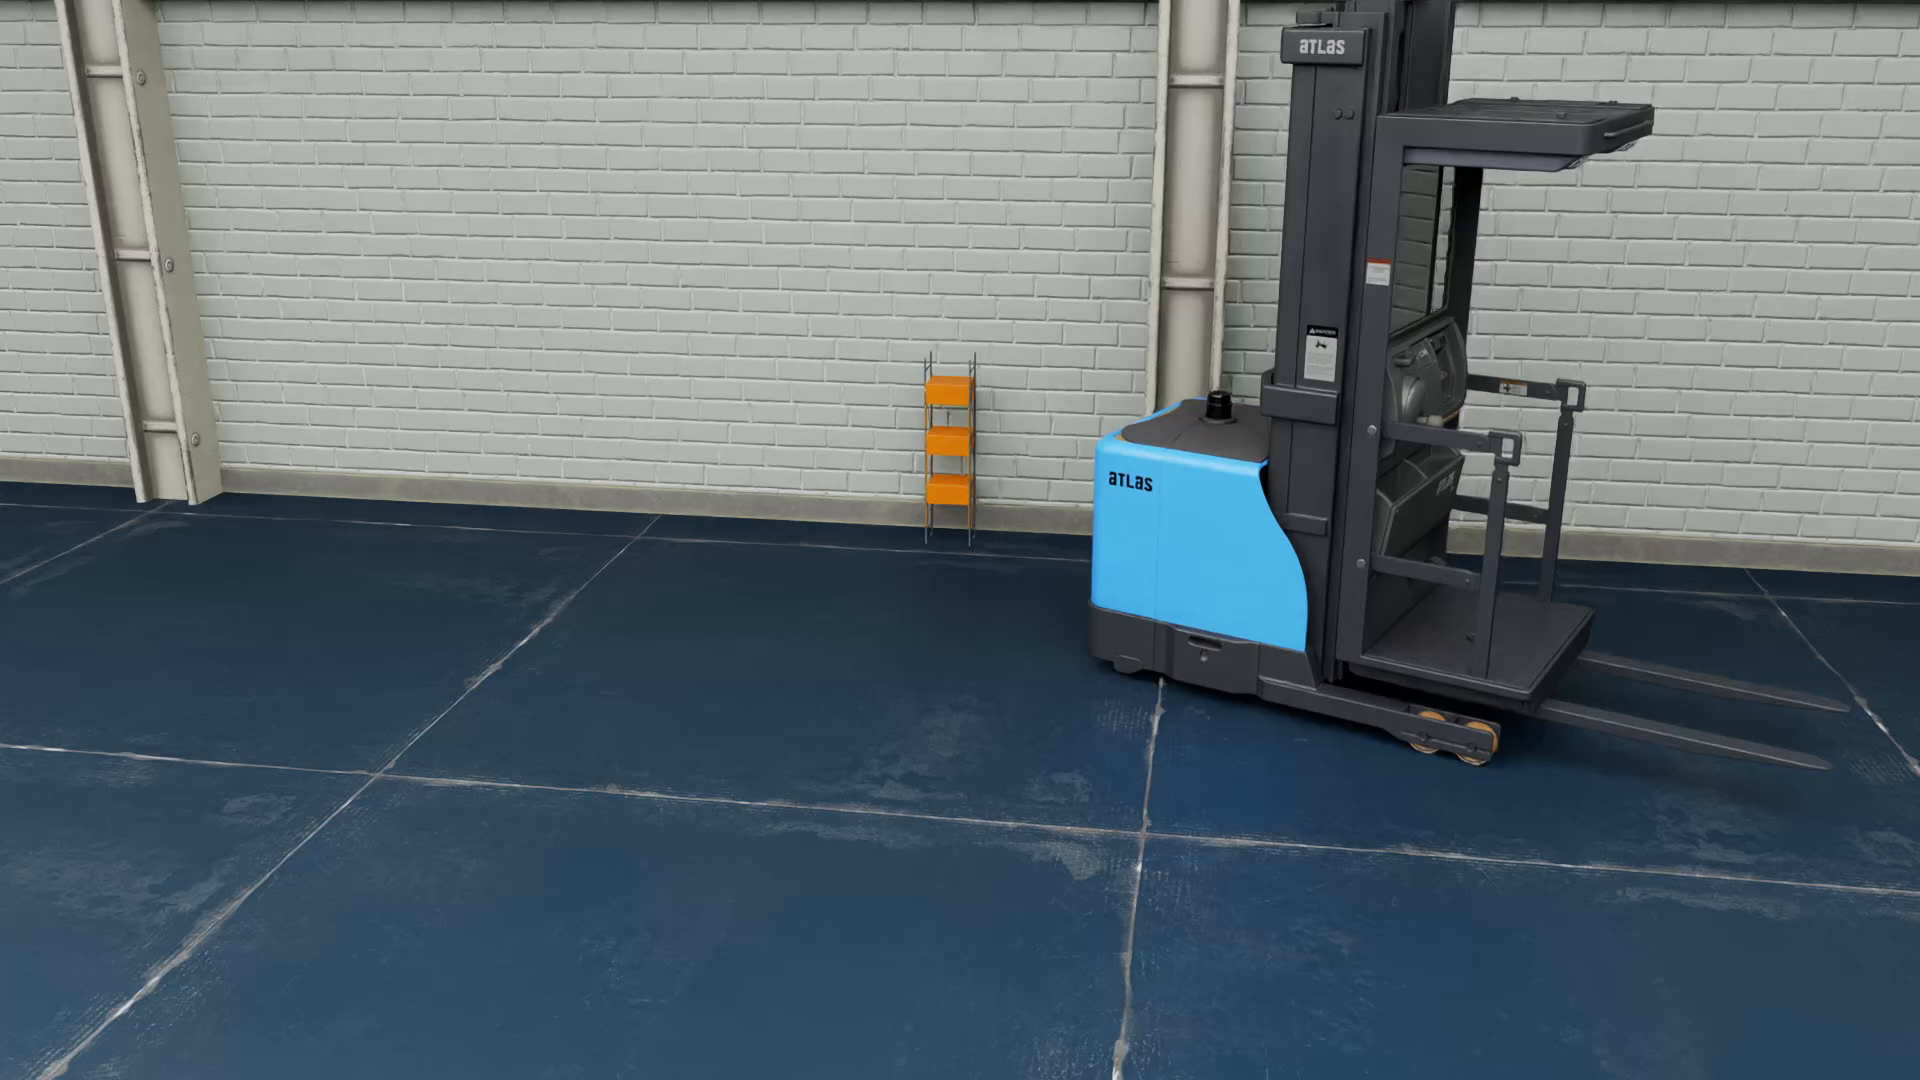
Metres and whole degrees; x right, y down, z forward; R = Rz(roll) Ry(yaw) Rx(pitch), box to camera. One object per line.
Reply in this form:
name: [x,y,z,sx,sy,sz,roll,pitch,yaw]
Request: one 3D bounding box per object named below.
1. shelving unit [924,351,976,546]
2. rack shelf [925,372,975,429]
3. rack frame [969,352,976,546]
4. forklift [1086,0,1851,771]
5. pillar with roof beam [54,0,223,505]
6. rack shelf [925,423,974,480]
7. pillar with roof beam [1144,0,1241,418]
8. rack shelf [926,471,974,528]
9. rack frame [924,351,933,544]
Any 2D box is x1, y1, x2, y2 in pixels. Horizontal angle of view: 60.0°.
shelving unit: [-0.053,-0.501,9.145,0.252,1.050,0.215,3,19,9]
rack shelf: [-0.053,-0.760,9.058,0.240,0.259,0.215,3,19,9]
rack frame: [0.068,-0.494,9.126,0.008,1.050,0.200,3,19,9]
forklift: [2.092,-0.686,6.736,3.031,2.935,1.130,12,22,31]
pillar with roof beam: [-5.410,-3.185,4.639,0.400,9.000,9.100,3,19,9]
rack shelf: [-0.053,-0.491,9.148,0.240,0.259,0.215,3,19,9]
pillar with roof beam: [0.514,-2.883,3.737,0.400,9.000,9.100,3,19,9]
rack shelf: [-0.053,-0.227,9.236,0.240,0.259,0.215,3,19,9]
rack frame: [-0.173,-0.507,9.163,0.008,1.050,0.200,3,19,9]
